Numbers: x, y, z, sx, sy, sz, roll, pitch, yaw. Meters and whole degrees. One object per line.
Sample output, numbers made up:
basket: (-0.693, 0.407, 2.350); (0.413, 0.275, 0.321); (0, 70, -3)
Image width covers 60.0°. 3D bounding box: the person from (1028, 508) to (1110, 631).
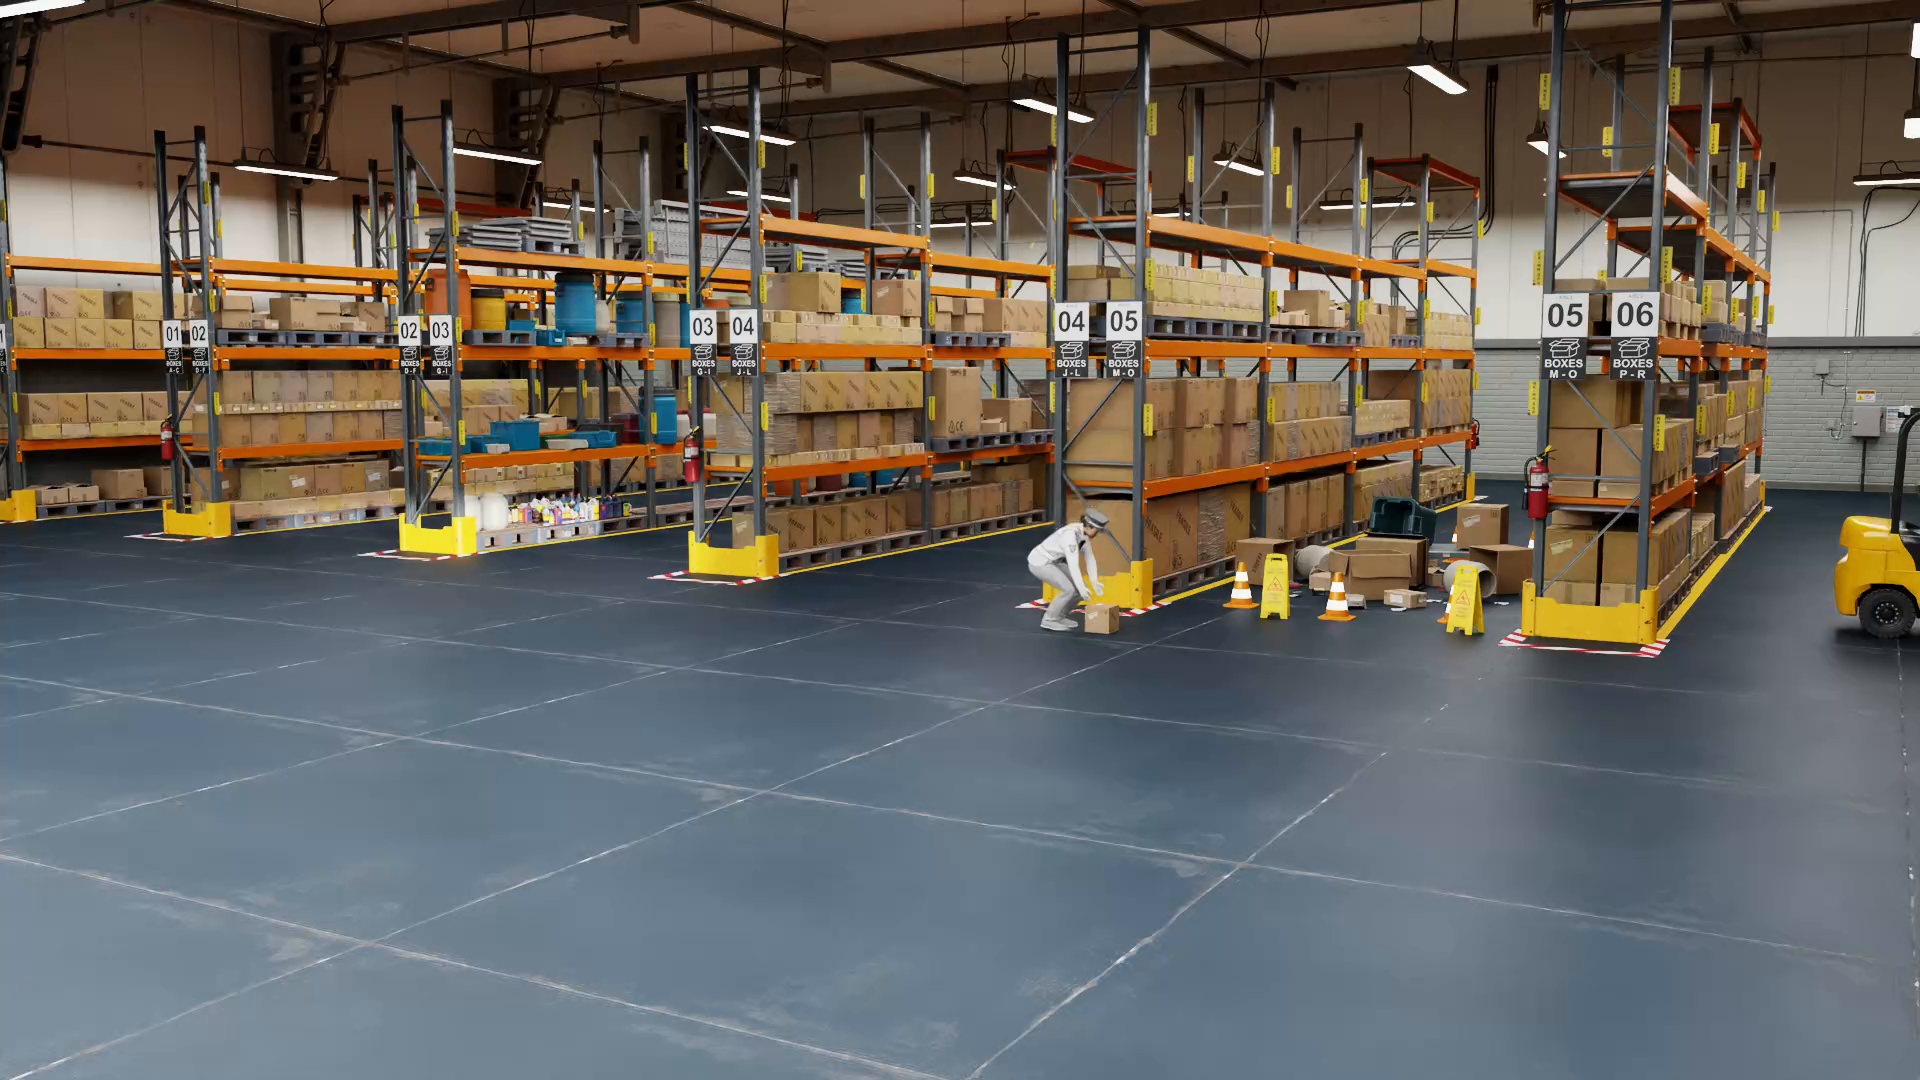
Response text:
person: (1.064, 0.274, 16.104); (0.796, 1.180, 0.522); (3, 7, 28)
